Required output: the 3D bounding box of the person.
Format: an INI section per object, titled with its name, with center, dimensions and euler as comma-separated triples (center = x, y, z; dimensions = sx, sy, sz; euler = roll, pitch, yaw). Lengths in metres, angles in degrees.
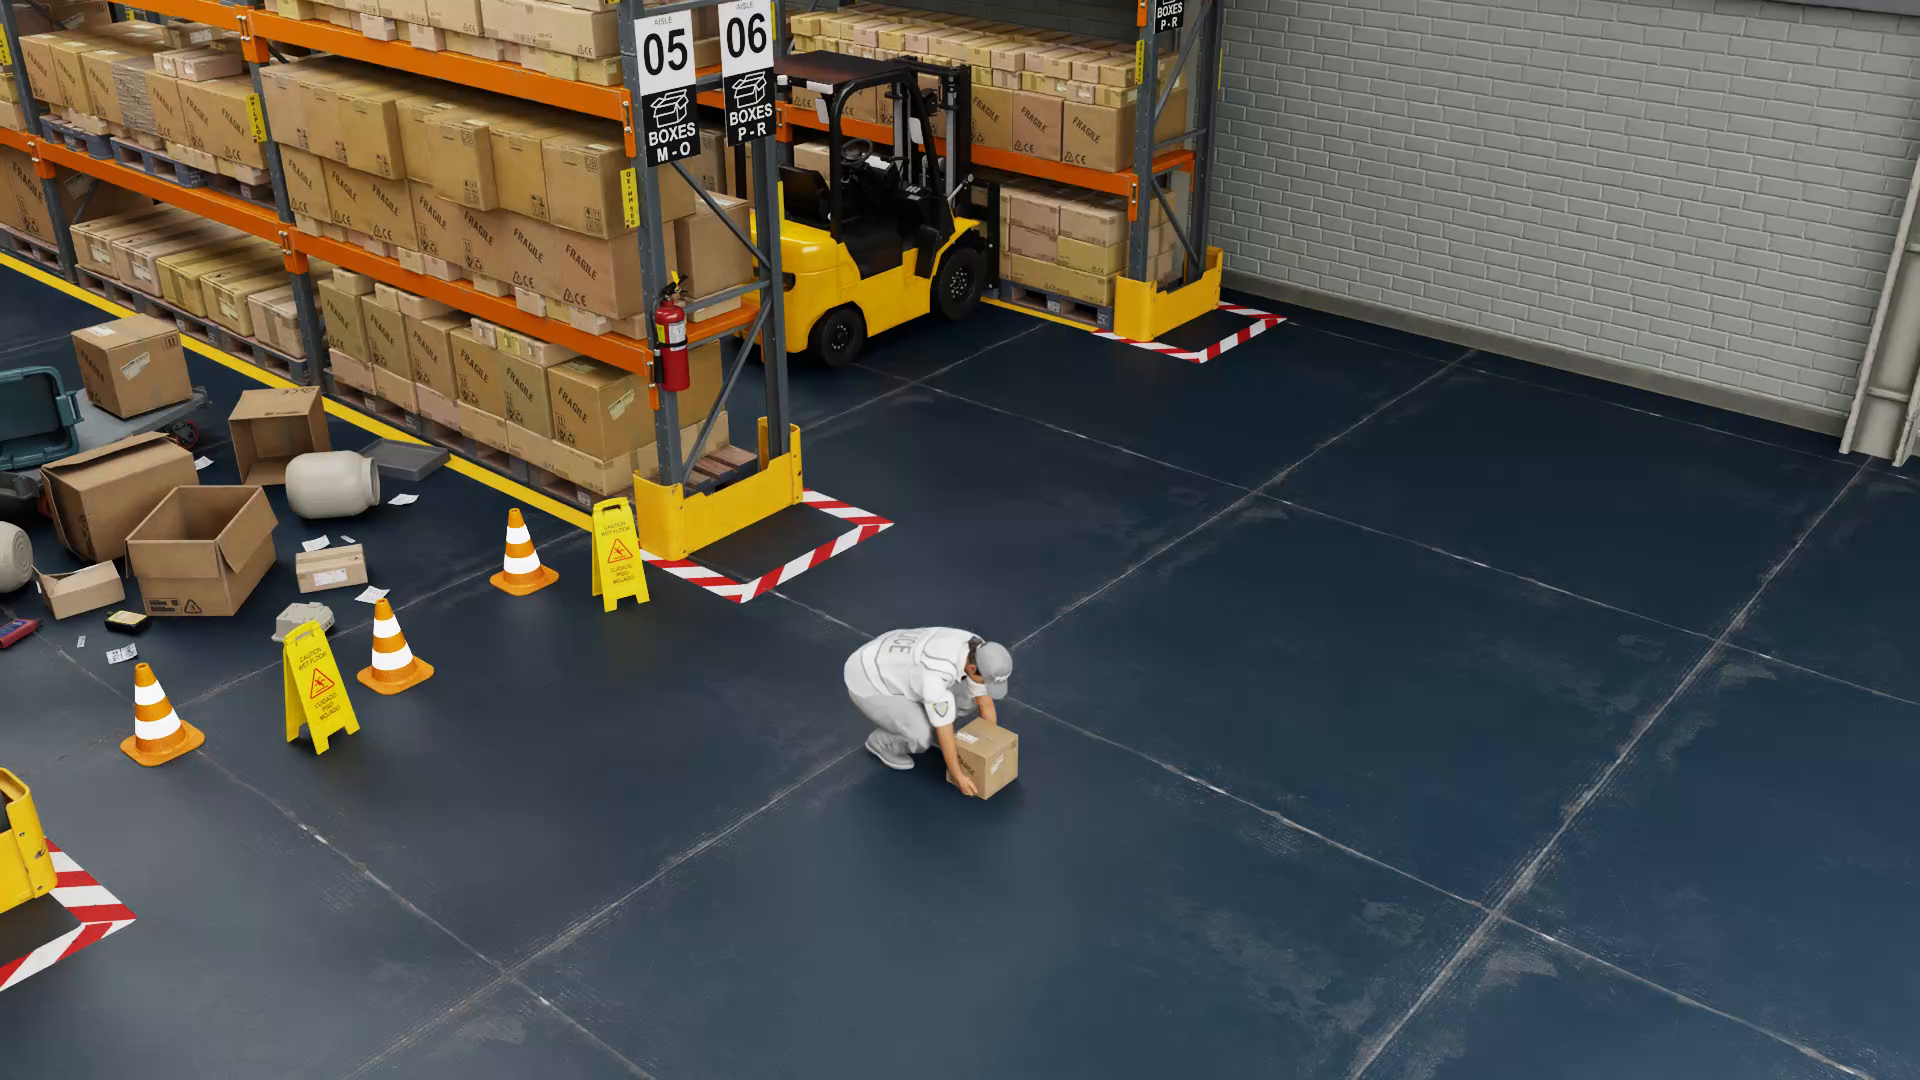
[person]
center = -0.147, 0.769, 8.174
dimensions = 0.886, 0.808, 0.514
euler = 21, 34, 34
